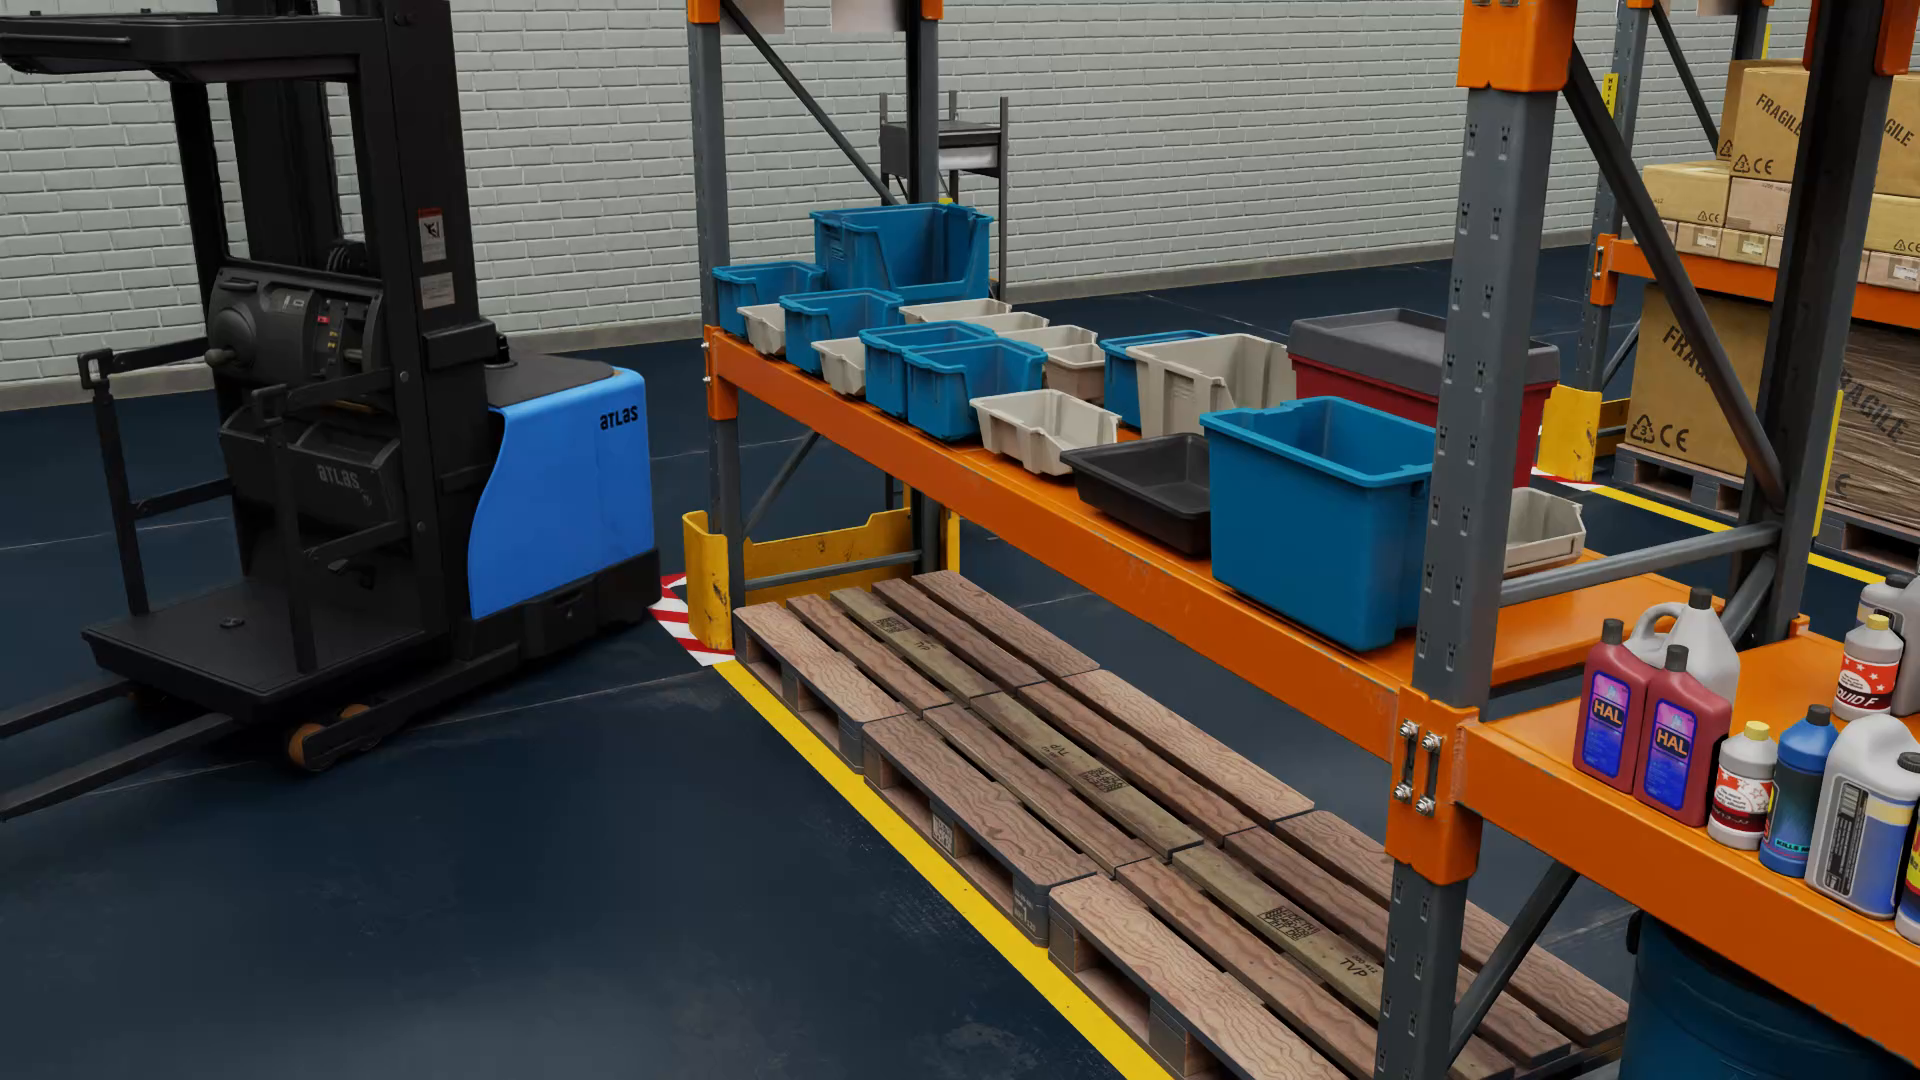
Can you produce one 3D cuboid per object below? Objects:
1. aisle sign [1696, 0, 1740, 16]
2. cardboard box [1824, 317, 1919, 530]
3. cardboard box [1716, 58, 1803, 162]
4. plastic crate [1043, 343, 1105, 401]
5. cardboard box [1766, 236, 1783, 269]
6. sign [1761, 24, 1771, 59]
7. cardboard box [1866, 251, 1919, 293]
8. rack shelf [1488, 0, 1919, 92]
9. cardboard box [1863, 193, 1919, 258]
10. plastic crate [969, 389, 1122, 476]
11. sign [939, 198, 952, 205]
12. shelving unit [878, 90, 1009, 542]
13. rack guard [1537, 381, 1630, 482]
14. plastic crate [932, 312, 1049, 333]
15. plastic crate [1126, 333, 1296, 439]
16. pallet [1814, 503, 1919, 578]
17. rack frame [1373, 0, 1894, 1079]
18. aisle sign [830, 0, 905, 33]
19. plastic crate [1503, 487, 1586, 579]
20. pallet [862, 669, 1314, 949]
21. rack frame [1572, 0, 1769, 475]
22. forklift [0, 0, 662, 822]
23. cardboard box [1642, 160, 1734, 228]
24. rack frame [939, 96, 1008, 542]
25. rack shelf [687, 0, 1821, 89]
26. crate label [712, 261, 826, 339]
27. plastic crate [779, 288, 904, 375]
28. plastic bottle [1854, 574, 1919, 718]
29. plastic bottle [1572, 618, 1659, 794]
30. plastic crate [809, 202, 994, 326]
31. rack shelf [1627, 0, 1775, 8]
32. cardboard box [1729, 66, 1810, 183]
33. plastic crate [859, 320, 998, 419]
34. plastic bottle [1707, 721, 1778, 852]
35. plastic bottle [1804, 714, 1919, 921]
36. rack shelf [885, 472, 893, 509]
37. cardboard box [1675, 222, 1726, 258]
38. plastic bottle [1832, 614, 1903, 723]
[{"bbox_3d":[4.036,-3.153,8.684,0.394,0.787,0.004,-10,21,-27],"label":"aisle sign"},{"bbox_3d":[4.613,-0.618,7.938,0.875,0.875,0.875,-10,21,-27],"label":"cardboard box"},{"bbox_3d":[4.269,-2.182,8.480,0.500,0.500,0.500,-10,21,-26],"label":"cardboard box"},{"bbox_3d":[0.429,-0.543,5.420,0.298,0.136,0.250,-10,21,-27],"label":"plastic crate"},{"bbox_3d":[4.054,-1.363,7.869,0.380,0.149,0.250,-10,22,-27],"label":"cardboard box"},{"bbox_3d":[4.290,-2.596,8.918,0.100,0.325,0.005,-10,21,-27],"label":"sign"},{"bbox_3d":[4.297,-1.216,7.443,0.380,0.149,0.250,-10,22,-27],"label":"cardboard box"},{"bbox_3d":[2.296,-0.445,1.327,1.077,0.370,4.000,-10,21,-27],"label":"rack shelf"},{"bbox_3d":[4.285,-1.454,7.520,0.500,0.250,0.500,-11,22,-28],"label":"cardboard box"},{"bbox_3d":[0.255,-0.298,4.710,0.293,0.136,0.466,-10,21,-27],"label":"plastic crate"},{"bbox_3d":[-0.076,-1.257,6.924,0.100,0.325,0.005,-10,21,-27],"label":"sign"},{"bbox_3d":[-0.079,-1.040,7.927,0.431,2.100,0.503,-10,21,-27],"label":"shelving unit"},{"bbox_3d":[3.795,-0.682,9.341,1.175,0.500,0.348,-10,21,-27],"label":"rack guard"},{"bbox_3d":[0.119,-0.702,5.879,0.396,0.136,0.243,-10,21,-27],"label":"plastic crate"},{"bbox_3d":[0.784,-0.381,4.725,0.437,0.282,0.530,-10,21,-27],"label":"plastic crate"},{"bbox_3d":[4.830,0.029,7.725,1.003,0.211,1.213,-10,21,-27],"label":"pallet"},{"bbox_3d":[1.350,0.058,3.364,0.949,2.616,0.053,-10,21,-27],"label":"rack frame"},{"bbox_3d":[-0.329,-2.384,6.458,0.394,0.787,0.004,-10,21,-27],"label":"aisle sign"},{"bbox_3d":[1.251,-0.001,3.847,0.396,0.136,0.243,-10,21,-27],"label":"plastic crate"},{"bbox_3d":[0.380,0.821,5.428,1.003,0.211,1.213,-10,21,-27],"label":"pallet"},{"bbox_3d":[3.806,-1.857,8.914,1.000,3.000,0.127,-10,21,-27],"label":"rack frame"},{"bbox_3d":[-2.513,-0.753,5.821,1.130,2.935,3.031,12,22,31],"label":"forklift"},{"bbox_3d":[3.796,-1.747,8.369,0.500,0.250,0.500,-11,22,-28],"label":"cardboard box"},{"bbox_3d":[0.037,-0.970,7.724,0.400,2.100,0.015,-10,21,-27],"label":"rack frame"},{"bbox_3d":[0.397,-1.593,4.655,1.077,0.370,4.000,-10,21,-27],"label":"rack shelf"},{"bbox_3d":[-0.725,-0.917,6.355,0.416,0.233,0.303,-10,21,-27],"label":"crate label"},{"bbox_3d":[-0.413,-0.728,5.807,0.416,0.233,0.300,-10,21,-27],"label":"plastic crate"},{"bbox_3d":[1.818,0.180,3.200,0.152,0.276,0.135,-10,21,-27],"label":"plastic bottle"},{"bbox_3d":[1.145,0.285,2.885,0.061,0.283,0.133,-10,21,-27],"label":"plastic bottle"},{"bbox_3d":[-0.229,-1.067,6.480,0.616,0.435,0.499,-10,21,-27],"label":"plastic crate"},{"bbox_3d":[4.756,-2.360,6.878,1.077,0.370,4.000,-10,21,-27],"label":"rack shelf"},{"bbox_3d":[4.034,-1.958,7.831,0.500,0.500,0.500,-11,22,-28],"label":"cardboard box"},{"bbox_3d":[-0.100,-0.539,5.259,0.416,0.233,0.300,-10,21,-27],"label":"plastic crate"},{"bbox_3d":[1.280,0.393,2.700,0.097,0.201,0.097,0,19,0],"label":"plastic bottle"},{"bbox_3d":[1.405,0.414,2.522,0.152,0.276,0.135,-10,21,-27],"label":"plastic bottle"},{"bbox_3d":[-0.079,-0.365,8.159,0.431,0.518,0.480,-10,21,-27],"label":"rack shelf"},{"bbox_3d":[3.807,-1.512,8.298,0.380,0.149,0.250,-10,22,-27],"label":"cardboard box"},{"bbox_3d":[1.717,0.240,3.141,0.097,0.201,0.097,0,19,0],"label":"plastic bottle"}]
